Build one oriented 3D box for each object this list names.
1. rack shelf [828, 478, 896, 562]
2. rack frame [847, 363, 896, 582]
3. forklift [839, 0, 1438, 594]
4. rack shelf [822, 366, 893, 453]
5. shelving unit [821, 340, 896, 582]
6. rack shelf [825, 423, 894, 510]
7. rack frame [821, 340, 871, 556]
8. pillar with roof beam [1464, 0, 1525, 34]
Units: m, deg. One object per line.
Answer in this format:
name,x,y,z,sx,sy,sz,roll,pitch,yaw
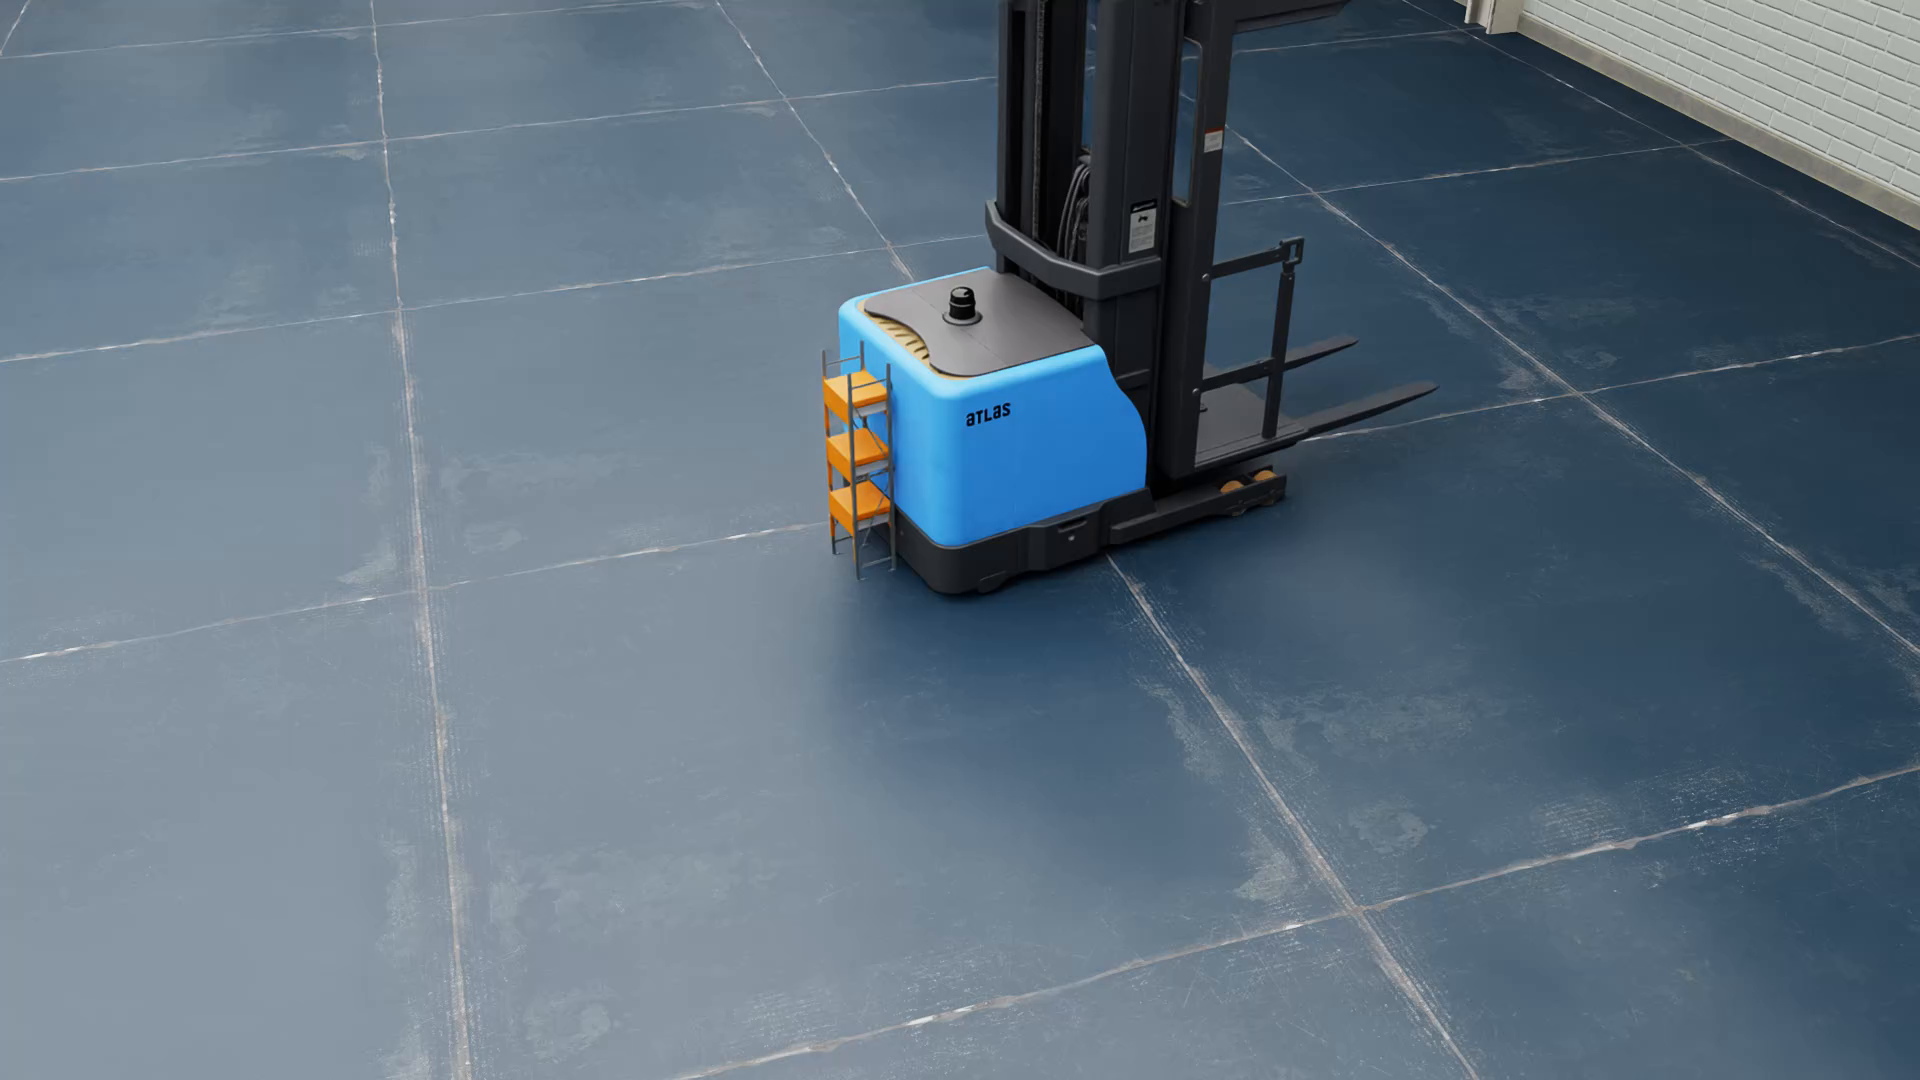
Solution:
rack shelf,-0.440,-0.094,7.463,0.215,0.259,0.240,-18,37,-24
rack frame,-0.379,-0.276,7.215,0.200,1.050,0.008,-18,37,-24
forklift,0.979,-1.571,7.469,3.031,2.935,1.130,-18,37,-25
rack shelf,-0.440,-0.562,7.153,0.215,0.259,0.240,-18,37,-24
shelving unit,-0.440,-0.334,7.303,0.215,1.050,0.252,-18,37,-24
rack shelf,-0.440,-0.325,7.309,0.215,0.259,0.240,-18,37,-24
rack frame,-0.501,-0.393,7.392,0.200,1.050,0.008,-18,37,-24
pillar with roof beam,0.555,-7.527,10.979,9.100,9.000,0.400,-10,35,-15
